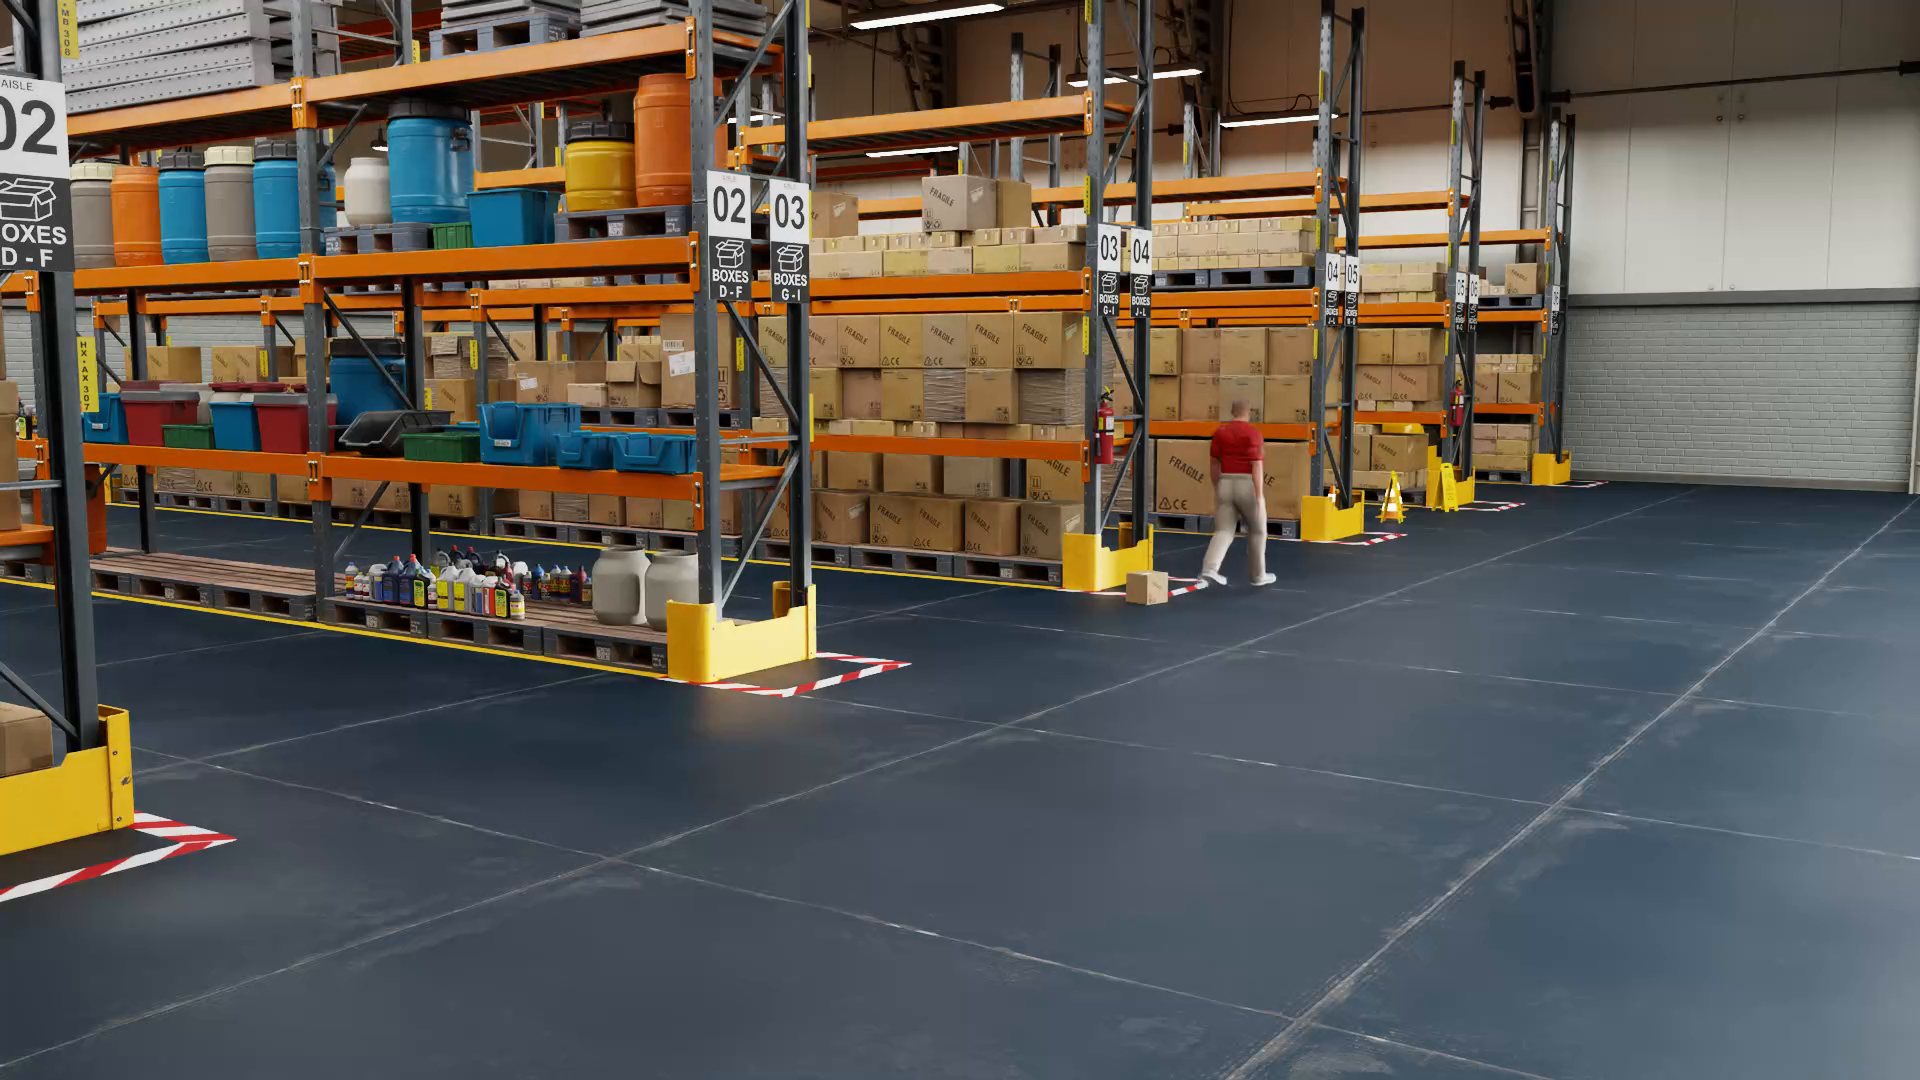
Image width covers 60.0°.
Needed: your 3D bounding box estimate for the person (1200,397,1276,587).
[{"bbox_3d":[2.458,-0.414,14.621,0.587,1.685,0.975,5,8,38],"label":"person"}]
